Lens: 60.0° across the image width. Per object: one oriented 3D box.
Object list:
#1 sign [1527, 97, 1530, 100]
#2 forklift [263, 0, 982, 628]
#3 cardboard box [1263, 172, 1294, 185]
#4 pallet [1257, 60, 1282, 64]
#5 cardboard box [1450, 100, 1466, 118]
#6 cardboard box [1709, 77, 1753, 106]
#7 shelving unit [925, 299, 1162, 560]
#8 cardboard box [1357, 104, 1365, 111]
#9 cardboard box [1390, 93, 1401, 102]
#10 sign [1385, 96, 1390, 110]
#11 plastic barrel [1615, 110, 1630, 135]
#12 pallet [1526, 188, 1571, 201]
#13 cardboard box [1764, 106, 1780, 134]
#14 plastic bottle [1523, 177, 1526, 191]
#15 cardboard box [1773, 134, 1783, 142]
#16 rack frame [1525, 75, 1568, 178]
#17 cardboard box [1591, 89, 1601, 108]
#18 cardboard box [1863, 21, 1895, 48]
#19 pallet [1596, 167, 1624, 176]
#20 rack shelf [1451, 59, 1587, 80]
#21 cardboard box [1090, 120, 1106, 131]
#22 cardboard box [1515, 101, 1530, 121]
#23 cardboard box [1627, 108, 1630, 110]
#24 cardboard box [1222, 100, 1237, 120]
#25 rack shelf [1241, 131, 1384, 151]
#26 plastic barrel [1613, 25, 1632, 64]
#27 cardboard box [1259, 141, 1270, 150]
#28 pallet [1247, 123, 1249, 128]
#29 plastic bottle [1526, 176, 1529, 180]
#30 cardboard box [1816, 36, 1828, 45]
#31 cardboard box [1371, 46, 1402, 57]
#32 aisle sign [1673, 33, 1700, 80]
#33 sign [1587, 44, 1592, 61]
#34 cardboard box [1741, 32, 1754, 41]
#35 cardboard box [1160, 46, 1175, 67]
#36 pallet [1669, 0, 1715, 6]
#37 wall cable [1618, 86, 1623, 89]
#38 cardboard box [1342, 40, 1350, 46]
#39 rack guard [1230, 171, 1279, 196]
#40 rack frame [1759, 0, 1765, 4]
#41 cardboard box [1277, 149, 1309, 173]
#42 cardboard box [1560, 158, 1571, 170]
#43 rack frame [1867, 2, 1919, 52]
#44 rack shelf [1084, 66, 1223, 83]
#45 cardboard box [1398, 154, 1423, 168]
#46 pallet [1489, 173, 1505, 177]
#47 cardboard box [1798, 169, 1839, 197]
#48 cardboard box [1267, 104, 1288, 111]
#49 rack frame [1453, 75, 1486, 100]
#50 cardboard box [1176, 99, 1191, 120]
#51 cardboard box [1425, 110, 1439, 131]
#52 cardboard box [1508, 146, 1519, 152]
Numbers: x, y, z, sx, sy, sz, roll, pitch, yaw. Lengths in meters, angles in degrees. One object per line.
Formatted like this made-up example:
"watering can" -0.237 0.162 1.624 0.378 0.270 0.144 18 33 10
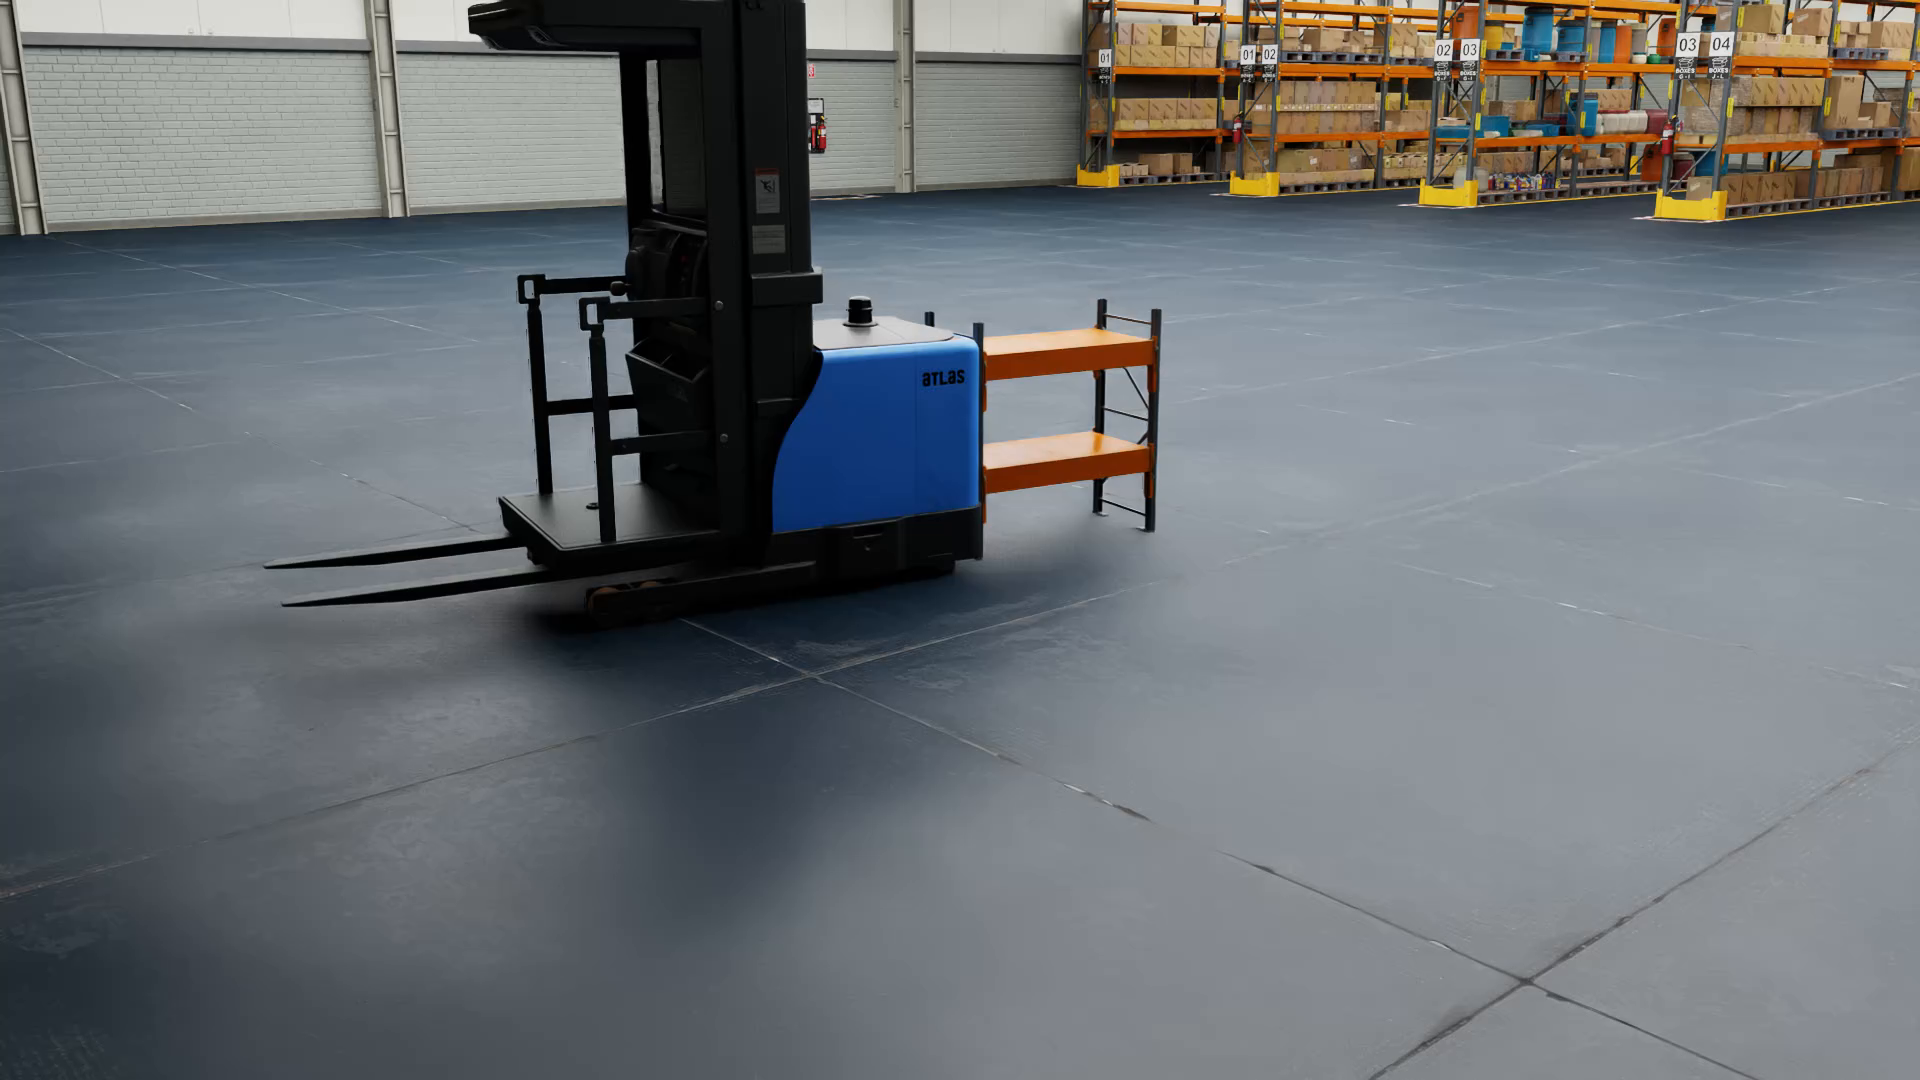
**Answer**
"sign" 15.262 -11.715 44.619 0.005 0.325 0.100 -13 19 -39
"forklift" -1.445 -1.208 7.091 3.031 2.935 1.130 -8 17 -27
"cardboard box" 7.122 -8.082 37.209 0.500 0.250 0.500 -13 19 -39
"pallet" 7.650 -12.420 43.486 1.003 0.211 1.213 -13 19 -39
"cardboard box" 14.467 -12.765 49.646 0.700 0.700 0.980 -13 20 -40
"cardboard box" 13.665 -7.946 29.478 0.500 0.500 0.500 -13 19 -39
"shelving unit" 0.406 -0.571 8.208 1.048 1.125 0.538 -9 17 -30
"cardboard box" 9.141 -10.025 38.518 0.250 0.149 0.380 -13 20 -41
"cardboard box" 12.185 -12.592 47.315 0.500 0.250 0.500 -12 19 -38
"sign" 9.954 -10.186 38.741 0.005 0.325 0.100 -13 19 -39
"plastic barrel" 14.583 -9.255 36.823 0.433 0.535 0.433 0 15 0
"pallet" 12.304 -7.420 35.619 1.213 0.211 1.003 -13 19 -39
"cardboard box" 14.593 -7.777 30.784 0.500 0.500 0.875 -13 19 -39
"plastic bottle" 11.727 -7.411 34.616 0.097 0.271 0.097 0 15 0
"cardboard box" 14.979 -7.442 30.786 0.250 0.149 0.380 -13 19 -39
"rack frame" 15.624 -11.193 44.340 0.127 3.000 1.000 -13 19 -39
"cardboard box" 16.941 -11.924 44.946 0.500 0.500 0.500 -13 20 -41
"cardboard box" 18.148 -10.026 32.996 0.500 0.500 0.500 -12 19 -38
"pallet" 17.983 -10.375 46.683 1.213 0.211 1.003 -13 19 -39
"rack shelf" 11.329 -9.635 34.092 4.000 0.370 1.077 -13 19 -39
"cardboard box" 3.542 -10.178 40.793 0.500 0.250 0.500 -12 19 -39
"cardboard box" 14.332 -11.133 43.108 0.700 0.500 0.500 10 18 33
"cardboard box" 18.482 -11.790 46.382 0.500 0.500 0.500 -12 19 -38
"cardboard box" 6.741 -11.142 43.103 0.500 0.500 0.700 -13 19 -39
"rack shelf" 8.080 -9.151 38.091 4.000 0.370 1.077 -13 19 -39
"plastic barrel" 14.600 -10.999 36.971 0.708 0.830 0.600 -13 19 -39
"cardboard box" 7.987 -10.542 44.440 0.500 0.250 0.500 -13 20 -40
"pallet" 7.885 -11.043 44.151 1.213 0.211 1.003 -13 19 -39
"plastic bottle" 11.957 -7.514 34.980 0.133 0.283 0.061 -13 19 -39
"cardboard box" 16.034 -9.366 31.209 0.250 0.149 0.380 -12 19 -38
"cardboard box" 10.060 -11.520 39.229 0.500 0.250 0.500 -10 18 -34
"aisle sign" 12.828 -8.535 29.352 0.004 0.787 0.394 -13 19 -39
"sign" 13.191 -10.217 34.858 0.005 0.325 0.100 -13 19 -39
"cardboard box" 13.690 -8.827 29.188 0.250 0.149 0.380 -12 19 -38
"cardboard box" 4.941 -11.907 40.967 0.500 0.500 0.500 -11 19 -36
"pallet" 16.420 -12.280 37.928 1.003 0.211 1.213 -13 19 -39
"wall cable" 19.888 -15.121 53.438 0.112 2.526 3.097 -13 19 -39
"cardboard box" 8.629 -11.389 38.349 0.500 0.311 0.500 -14 20 -42
"rack guard" 6.553 -7.948 37.037 0.348 0.500 1.175 -13 19 -39
"rack frame" 18.873 -13.126 39.954 0.127 3.000 1.000 -13 19 -39
"cardboard box" 7.498 -8.529 37.430 0.500 0.500 0.500 -13 19 -39
"cardboard box" 16.083 -10.135 44.739 0.500 0.311 0.500 -13 19 -39
"rack frame" 19.107 -11.484 33.807 0.127 3.000 1.000 -13 19 -39
"rack shelf" 4.826 -11.564 41.312 4.000 0.370 1.077 -13 19 -39
"cardboard box" 10.835 -9.176 40.218 0.500 0.311 0.500 -14 20 -41
"pallet" 13.195 -9.287 42.609 1.213 0.211 1.003 -13 19 -39
"cardboard box" 16.939 -7.090 32.973 0.500 0.500 0.700 -13 20 -40
"cardboard box" 7.009 -9.546 36.725 0.250 0.149 0.380 -13 20 -40
"rack frame" 15.387 -12.834 50.485 0.127 3.000 1.000 -13 19 -39
"cardboard box" 5.421 -10.792 41.637 0.500 0.500 0.500 -13 20 -41
"cardboard box" 11.351 -10.276 40.715 0.500 0.500 0.500 -14 20 -42
"cardboard box" 14.345 -10.356 43.746 0.500 0.250 0.500 -13 19 -39
